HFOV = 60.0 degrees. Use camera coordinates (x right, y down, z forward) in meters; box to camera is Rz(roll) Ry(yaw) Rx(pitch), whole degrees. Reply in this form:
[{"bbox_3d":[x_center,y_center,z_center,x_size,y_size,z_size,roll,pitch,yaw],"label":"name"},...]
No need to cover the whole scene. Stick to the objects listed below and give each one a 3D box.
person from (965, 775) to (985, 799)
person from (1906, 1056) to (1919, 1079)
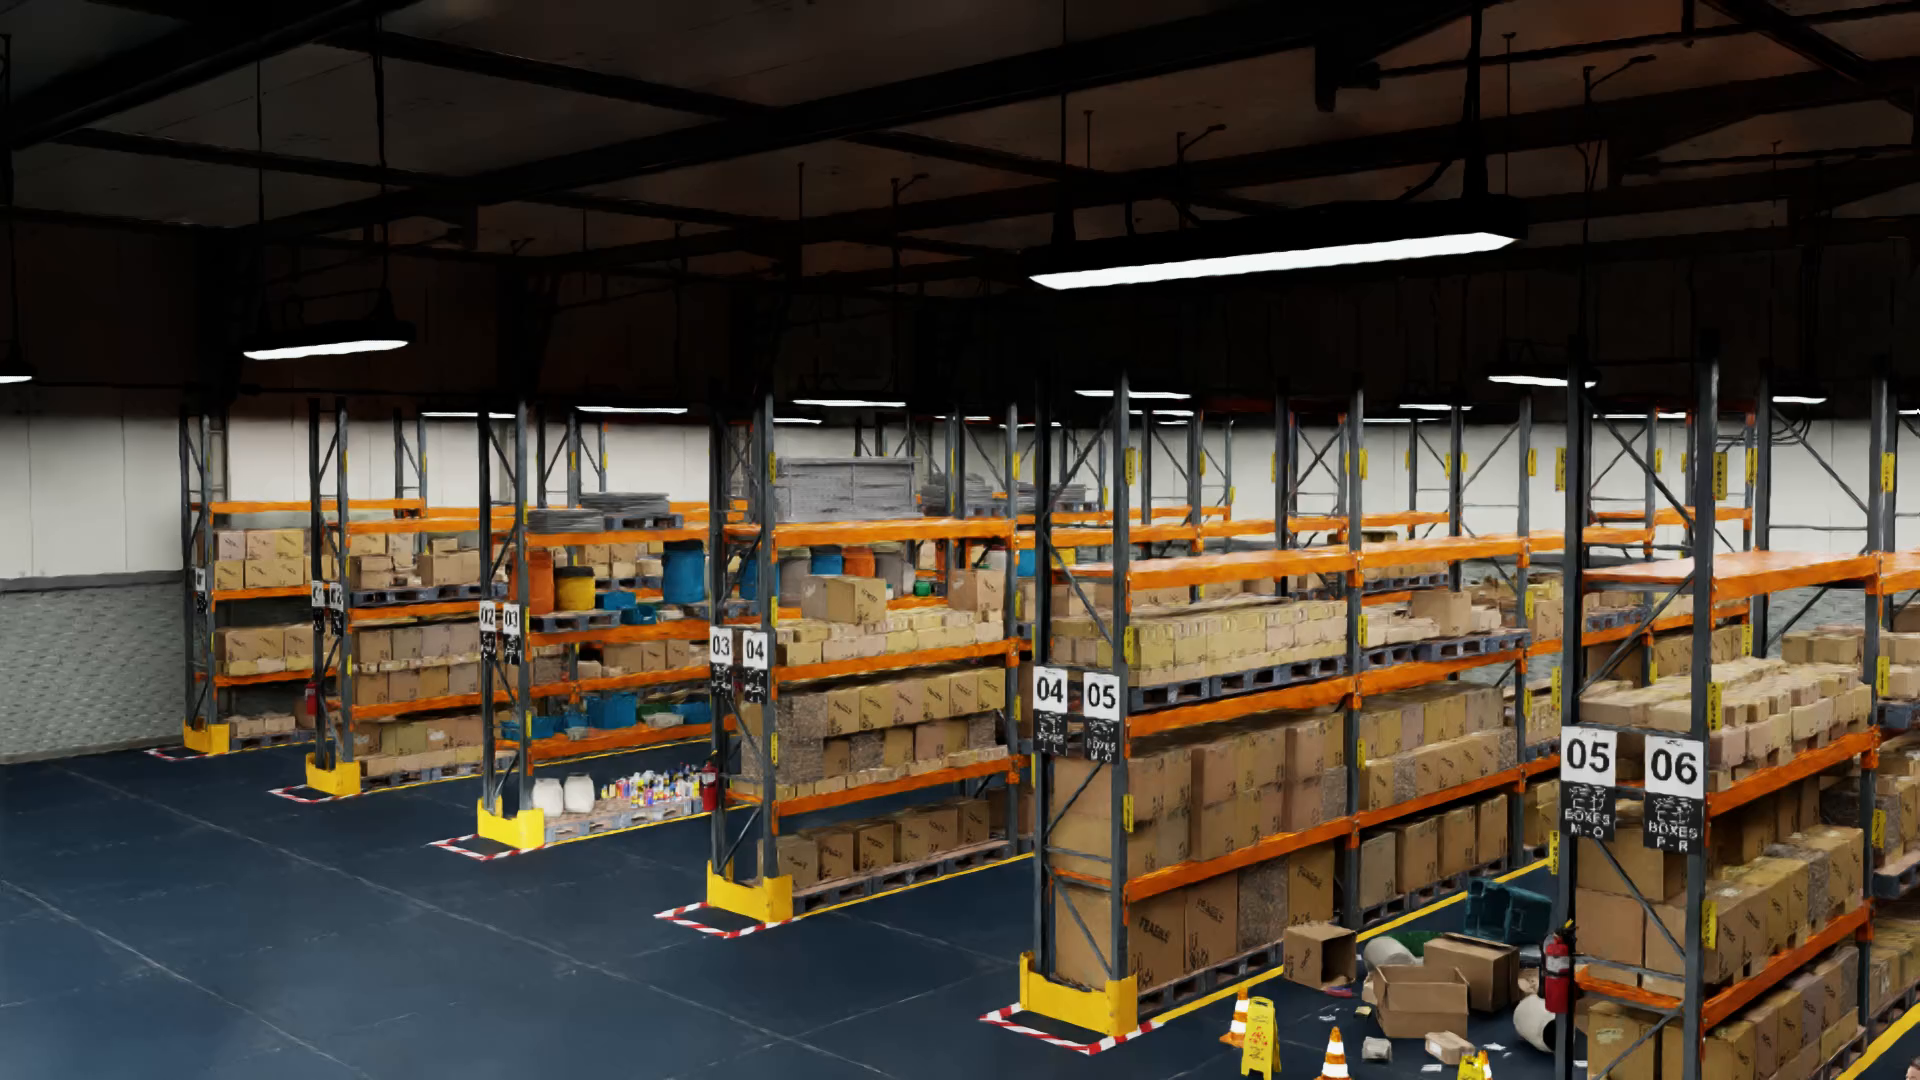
[{"bbox_3d":[0.167,3.077,23.857,0.598,1.698,0.403,-1,3,-10],"label":"person"},{"bbox_3d":[5.671,3.829,9.697,0.929,1.635,0.527,-1,3,-19],"label":"person"}]
